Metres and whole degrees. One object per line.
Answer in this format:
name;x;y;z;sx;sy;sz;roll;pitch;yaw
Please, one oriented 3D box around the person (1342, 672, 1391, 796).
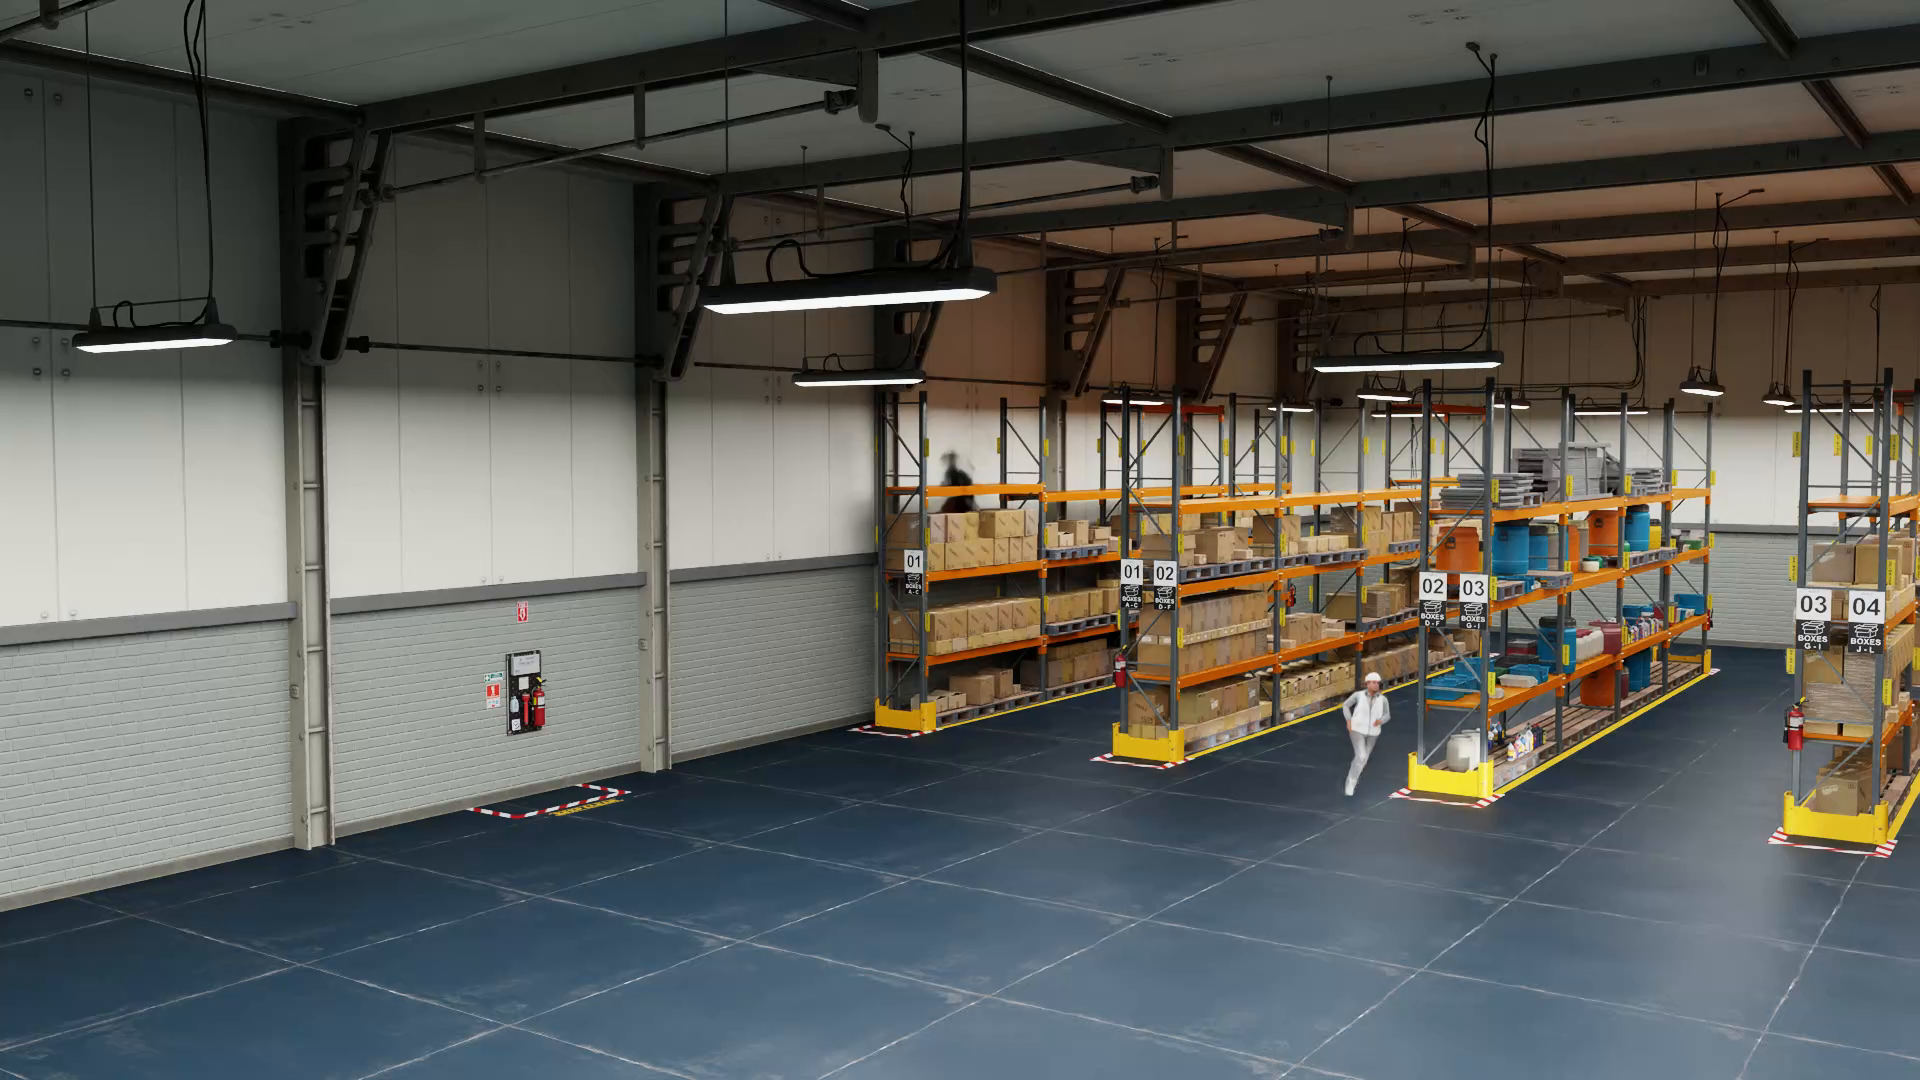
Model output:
person;5.871;2.804;24.049;0.683;1.781;0.655;0;3;-6
